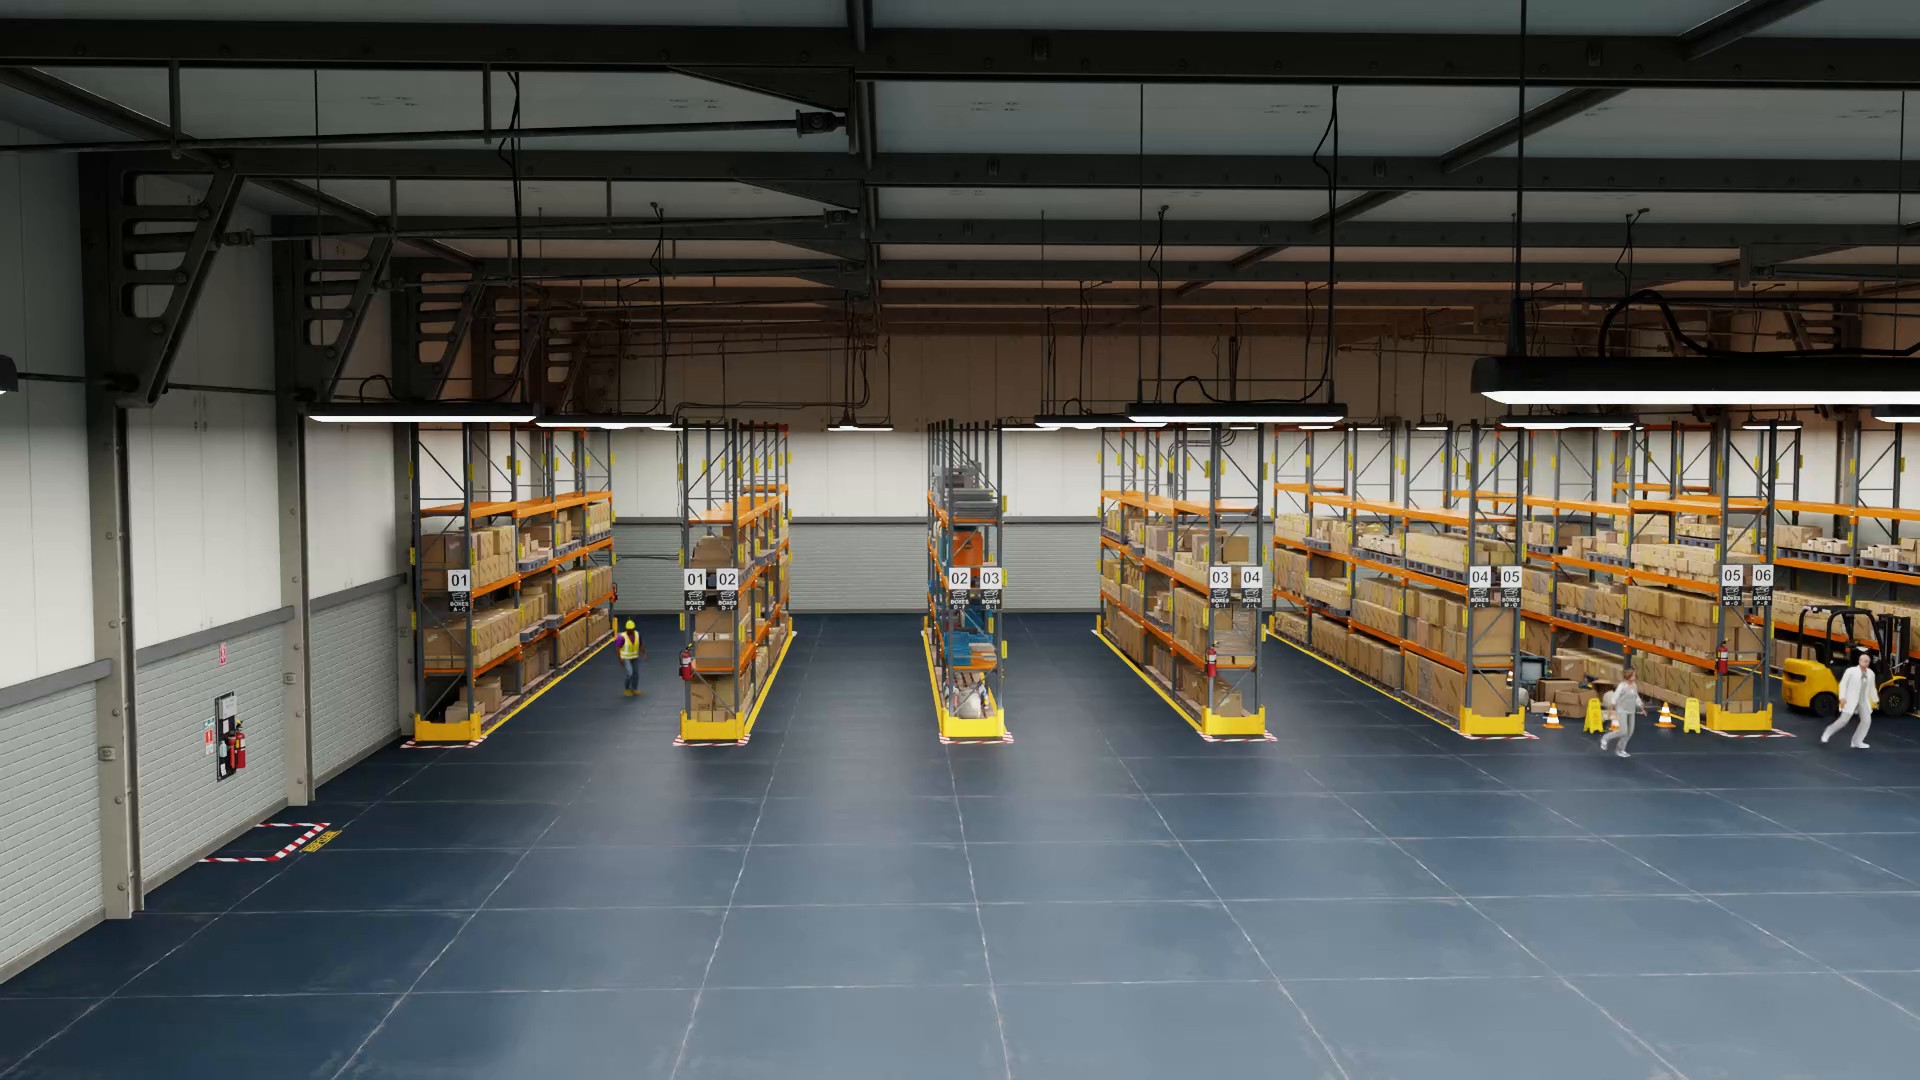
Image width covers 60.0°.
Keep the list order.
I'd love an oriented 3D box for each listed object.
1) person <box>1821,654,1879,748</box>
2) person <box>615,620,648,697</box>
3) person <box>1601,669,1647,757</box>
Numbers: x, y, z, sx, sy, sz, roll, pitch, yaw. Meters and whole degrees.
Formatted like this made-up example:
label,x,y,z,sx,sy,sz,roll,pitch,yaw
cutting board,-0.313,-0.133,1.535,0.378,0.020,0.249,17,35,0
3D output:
label,x,y,z,sx,sy,sz,roll,pitch,yaw
person,16.255,2.918,30.339,0.823,1.715,0.740,0,4,-7
person,-7.157,2.565,36.169,0.700,1.695,0.614,-4,5,-44
person,11.742,3.055,29.447,0.574,1.568,0.645,-2,4,-28
